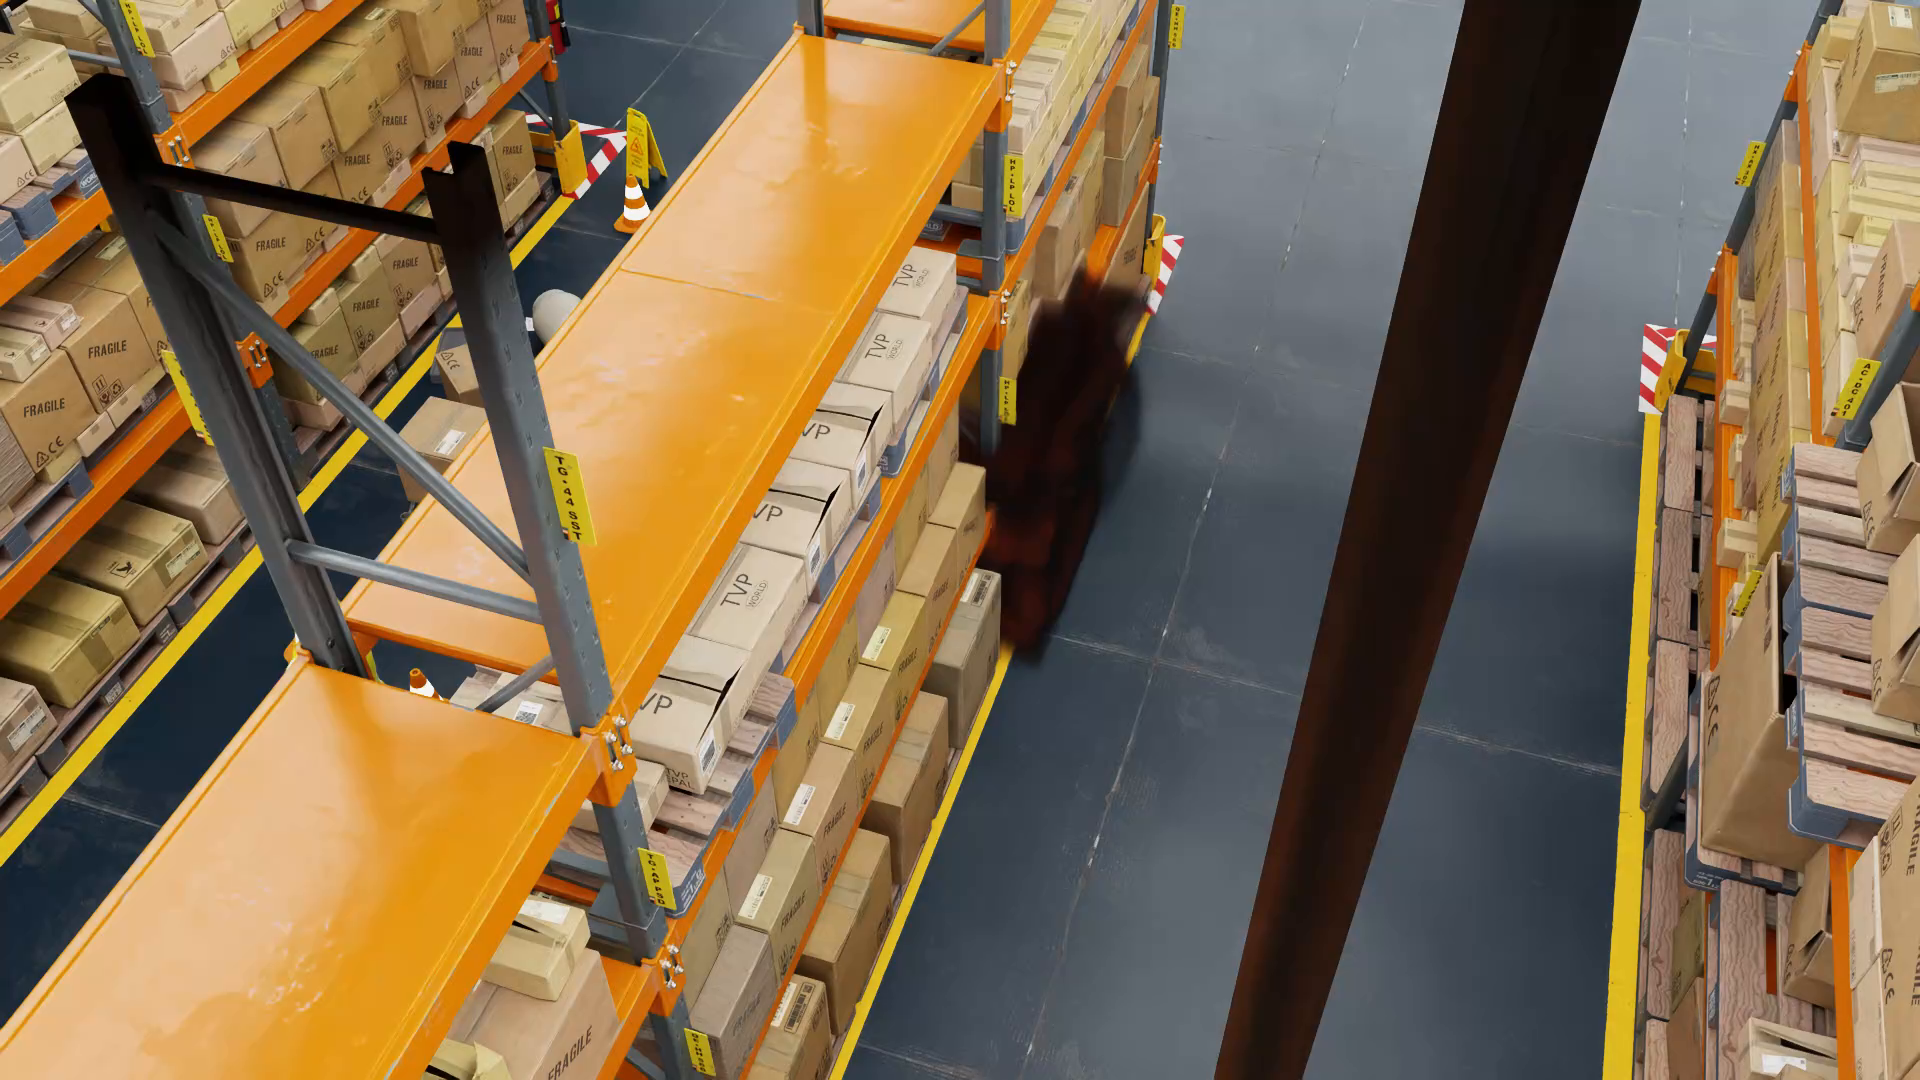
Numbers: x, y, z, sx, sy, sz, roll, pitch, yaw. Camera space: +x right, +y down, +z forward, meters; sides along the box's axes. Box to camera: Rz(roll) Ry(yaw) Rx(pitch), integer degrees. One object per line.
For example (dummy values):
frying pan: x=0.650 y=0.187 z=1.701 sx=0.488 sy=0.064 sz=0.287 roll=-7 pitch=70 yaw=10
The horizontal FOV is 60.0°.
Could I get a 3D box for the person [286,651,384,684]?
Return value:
person: x=-3.309 y=0.936 z=8.976 sx=0.437 sy=1.769 sz=0.617 roll=17 pitch=48 yaw=16
